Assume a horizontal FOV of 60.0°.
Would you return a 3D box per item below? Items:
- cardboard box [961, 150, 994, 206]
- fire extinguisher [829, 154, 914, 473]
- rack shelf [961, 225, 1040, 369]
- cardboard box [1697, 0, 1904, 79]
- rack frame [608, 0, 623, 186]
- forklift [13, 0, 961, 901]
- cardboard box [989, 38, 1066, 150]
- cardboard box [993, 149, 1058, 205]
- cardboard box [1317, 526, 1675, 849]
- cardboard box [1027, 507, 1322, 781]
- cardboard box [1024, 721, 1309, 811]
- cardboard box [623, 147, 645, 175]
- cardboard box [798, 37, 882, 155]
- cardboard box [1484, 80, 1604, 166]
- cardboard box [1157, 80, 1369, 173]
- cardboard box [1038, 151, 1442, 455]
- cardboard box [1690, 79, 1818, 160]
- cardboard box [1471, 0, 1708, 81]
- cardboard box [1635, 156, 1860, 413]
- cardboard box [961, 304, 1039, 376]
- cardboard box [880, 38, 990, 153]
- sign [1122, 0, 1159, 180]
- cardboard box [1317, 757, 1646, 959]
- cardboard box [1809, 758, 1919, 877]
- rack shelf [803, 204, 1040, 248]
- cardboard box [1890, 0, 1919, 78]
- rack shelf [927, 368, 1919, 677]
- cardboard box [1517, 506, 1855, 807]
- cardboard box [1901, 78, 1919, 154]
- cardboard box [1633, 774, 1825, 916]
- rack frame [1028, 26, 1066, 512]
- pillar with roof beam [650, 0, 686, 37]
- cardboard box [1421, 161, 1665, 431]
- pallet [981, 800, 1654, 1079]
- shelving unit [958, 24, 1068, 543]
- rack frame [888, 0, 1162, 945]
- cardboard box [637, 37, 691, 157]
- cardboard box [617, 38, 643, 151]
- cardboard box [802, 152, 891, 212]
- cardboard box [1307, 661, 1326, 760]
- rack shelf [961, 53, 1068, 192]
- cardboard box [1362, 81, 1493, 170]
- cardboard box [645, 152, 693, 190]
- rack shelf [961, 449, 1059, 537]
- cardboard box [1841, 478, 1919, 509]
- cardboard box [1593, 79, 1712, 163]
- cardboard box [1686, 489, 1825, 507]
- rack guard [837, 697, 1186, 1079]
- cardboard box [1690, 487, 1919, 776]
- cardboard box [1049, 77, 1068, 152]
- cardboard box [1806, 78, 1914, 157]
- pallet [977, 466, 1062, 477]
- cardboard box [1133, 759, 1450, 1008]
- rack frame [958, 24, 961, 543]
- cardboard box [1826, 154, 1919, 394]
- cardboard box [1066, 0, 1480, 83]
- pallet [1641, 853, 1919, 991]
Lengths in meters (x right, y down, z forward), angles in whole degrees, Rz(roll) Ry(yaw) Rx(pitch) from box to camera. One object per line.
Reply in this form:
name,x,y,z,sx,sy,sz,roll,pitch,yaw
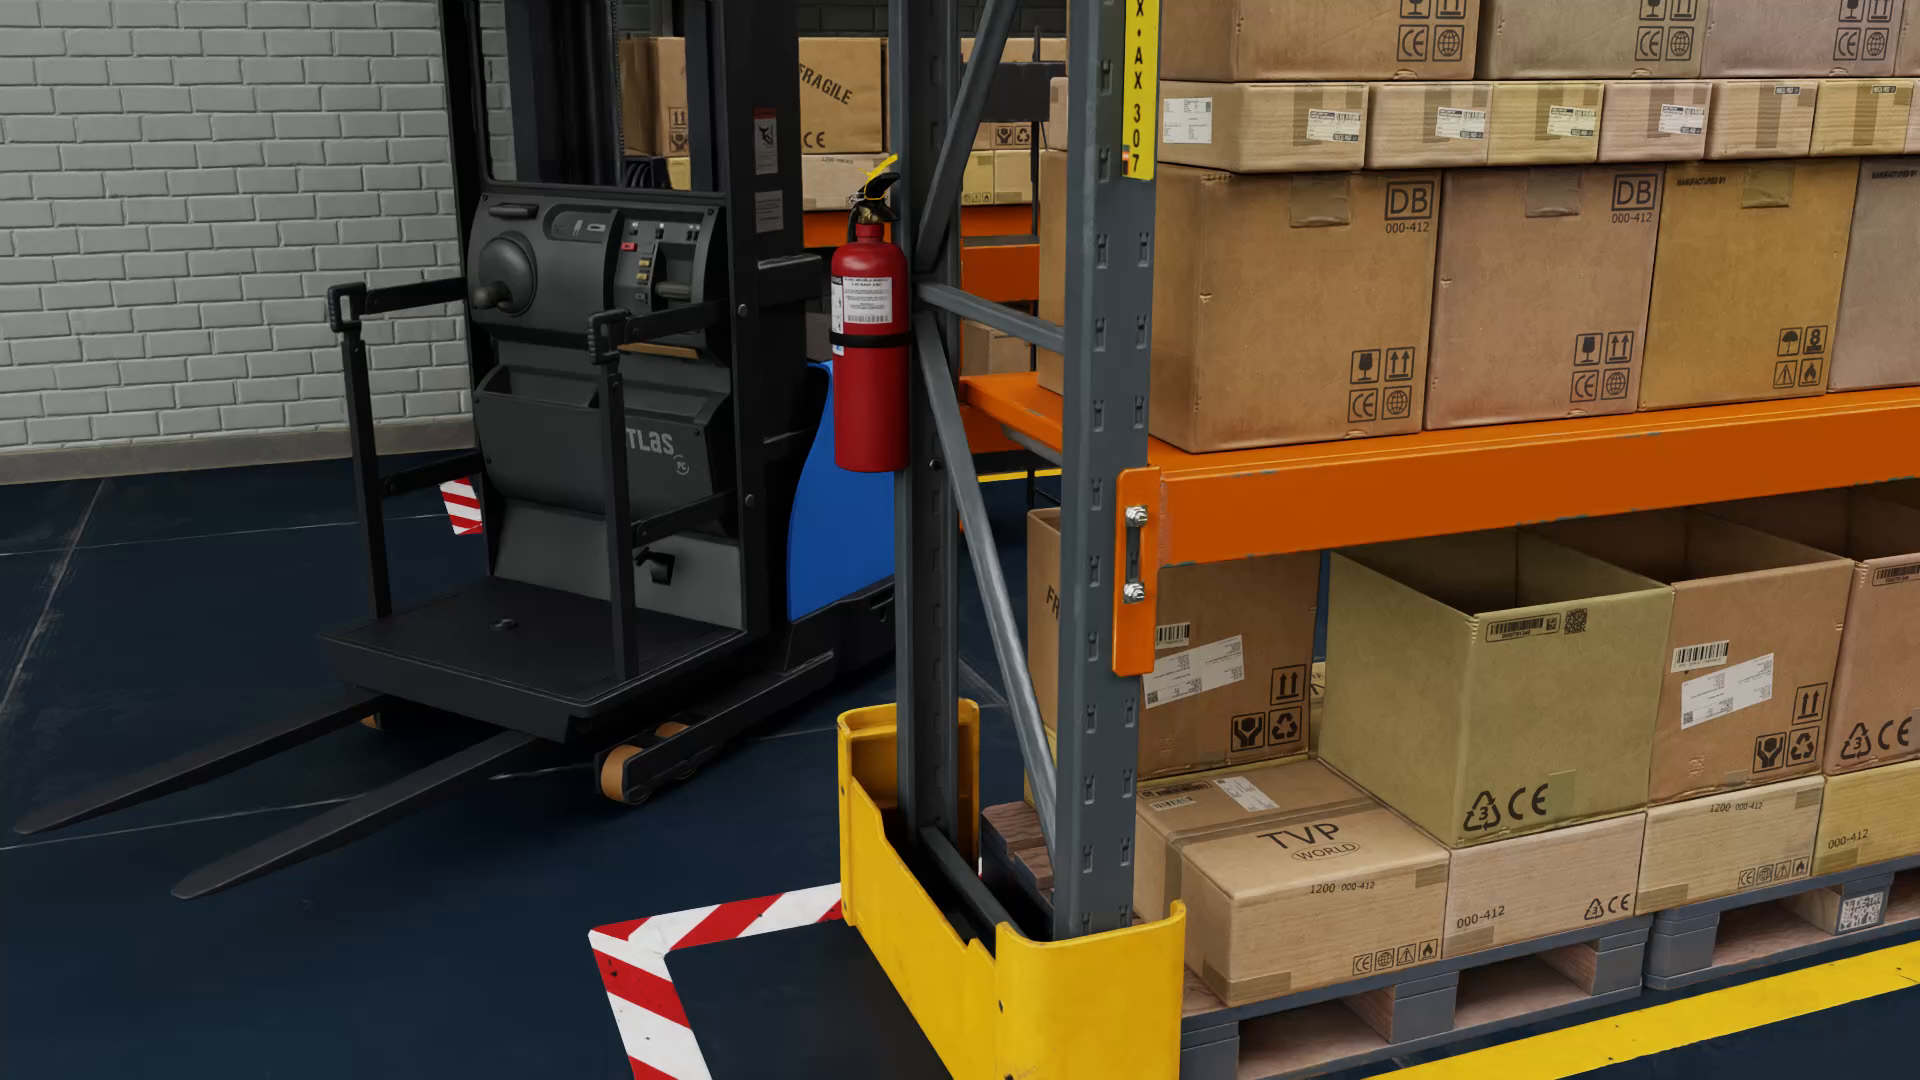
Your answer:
cardboard box,-0.164,-1.730,7.895,0.500,0.250,0.500,-6,18,-21
fire extinguisher,-0.192,-0.491,3.582,0.183,0.674,0.296,-6,17,-20
rack shelf,0.155,-1.011,6.863,0.480,0.518,0.431,-6,17,-20
cardboard box,1.535,-1.242,3.525,0.500,0.500,0.700,-6,17,-20
rack frame,-1.691,-1.720,7.633,0.127,3.000,1.000,-6,17,-20
forklift,-1.192,-0.821,4.692,1.130,2.935,3.031,10,19,30
cardboard box,0.290,-2.140,7.961,0.500,0.500,0.500,-6,17,-18
cardboard box,0.309,-1.780,8.066,0.500,0.250,0.500,-6,17,-20
cardboard box,1.132,0.294,3.577,0.500,0.500,0.500,-6,17,-20
cardboard box,0.479,0.208,3.869,0.500,0.500,0.500,-6,17,-20
cardboard box,0.480,0.569,3.973,0.500,0.250,0.500,-6,17,-20
cardboard box,-1.324,-1.756,7.985,0.500,0.250,0.500,-6,17,-19
cardboard box,-0.673,-2.034,7.601,0.500,0.500,0.500,-6,17,-20
cardboard box,1.007,-0.812,3.210,0.250,0.149,0.380,-6,17,-20
cardboard box,0.528,-0.760,3.032,0.250,0.149,0.380,-6,18,-20
cardboard box,0.526,-0.509,3.331,0.500,0.500,0.700,-6,17,-20
cardboard box,1.492,-0.864,3.388,0.250,0.149,0.380,-7,18,-22
cardboard box,1.064,-1.191,3.351,0.500,0.500,0.700,-7,18,-22
cardboard box,1.480,-0.612,3.681,0.500,0.500,0.700,-6,17,-20
cardboard box,0.223,-0.896,8.483,0.500,0.500,0.700,-7,18,-24
cardboard box,-0.188,-2.084,7.773,0.500,0.500,0.500,-7,18,-22
sign,0.278,-0.724,2.563,0.005,0.325,0.100,-6,17,-20
cardboard box,1.131,0.653,3.684,0.500,0.250,0.500,-6,17,-20
cardboard box,2.067,0.554,4.022,0.500,0.250,0.500,-6,17,-20
rack shelf,0.177,-1.577,8.421,4.000,0.370,1.077,-6,17,-20
cardboard box,2.002,-1.293,3.697,0.500,0.500,0.700,-6,17,-20
rack shelf,1.953,-0.274,3.984,4.000,0.370,1.077,-6,17,-20
cardboard box,1.594,0.240,3.760,0.500,0.500,0.500,-6,17,-20
cardboard box,1.964,-0.914,3.559,0.250,0.149,0.380,-6,17,-20
cardboard box,1.598,0.603,3.855,0.500,0.250,0.500,-6,17,-20
rack frame,0.382,-1.049,6.943,0.015,2.100,0.400,-6,17,-20
pillar with roof beam,0.194,-3.764,3.946,0.400,9.000,9.100,-6,17,-20
cardboard box,1.014,-0.563,3.515,0.500,0.500,0.700,-6,17,-19
pallet,0.784,0.832,3.889,1.213,0.211,1.003,-6,17,-20
shelving unit,0.155,-1.024,6.859,0.503,2.100,0.431,-6,17,-20
rack frame,0.085,-0.417,3.196,0.127,3.000,1.000,-6,17,-20
cardboard box,-1.138,-1.987,7.440,0.500,0.500,0.500,-6,17,-20
cardboard box,-1.327,-2.121,7.898,0.500,0.500,0.500,-6,18,-21
cardboard box,-0.642,-1.680,7.725,0.500,0.250,0.500,-7,18,-22
cardboard box,0.943,0.515,4.155,0.500,0.250,0.500,-6,17,-20
rack shelf,0.155,-1.683,6.666,0.480,0.518,0.431,-6,17,-20
cardboard box,0.774,-0.787,3.125,0.250,0.149,0.380,-7,18,-22
cardboard box,-1.122,-1.624,7.534,0.500,0.250,0.500,-7,18,-22
rack shelf,0.155,-0.339,7.060,0.480,0.518,0.431,-6,17,-20
cardboard box,2.529,0.140,4.101,0.500,0.500,0.500,-6,17,-20
cardboard box,1.244,-0.836,3.294,0.250,0.149,0.380,-6,18,-21
cardboard box,1.875,0.053,4.396,0.500,0.500,0.500,-6,17,-20
rack guard,0.063,0.784,3.540,0.348,0.500,1.175,-6,17,-20
cardboard box,2.067,0.195,3.916,0.500,0.500,0.500,-6,17,-20
cardboard box,0.374,-0.865,3.392,0.250,0.149,0.380,-6,18,-21
cardboard box,1.730,-0.890,3.476,0.250,0.149,0.380,-6,18,-21
pallet,0.289,-0.585,8.714,1.213,0.211,1.003,-6,17,-20
cardboard box,0.665,0.705,3.509,0.500,0.250,0.500,-6,17,-20
rack frame,-0.073,-1.000,6.775,0.015,2.100,0.400,-6,17,-20
cardboard box,1.970,-0.666,3.865,0.500,0.500,0.700,-6,17,-18
cardboard box,0.575,-1.137,3.166,0.500,0.500,0.700,-6,17,-20
pallet,1.922,0.710,4.304,1.213,0.211,1.003,-6,17,-20
